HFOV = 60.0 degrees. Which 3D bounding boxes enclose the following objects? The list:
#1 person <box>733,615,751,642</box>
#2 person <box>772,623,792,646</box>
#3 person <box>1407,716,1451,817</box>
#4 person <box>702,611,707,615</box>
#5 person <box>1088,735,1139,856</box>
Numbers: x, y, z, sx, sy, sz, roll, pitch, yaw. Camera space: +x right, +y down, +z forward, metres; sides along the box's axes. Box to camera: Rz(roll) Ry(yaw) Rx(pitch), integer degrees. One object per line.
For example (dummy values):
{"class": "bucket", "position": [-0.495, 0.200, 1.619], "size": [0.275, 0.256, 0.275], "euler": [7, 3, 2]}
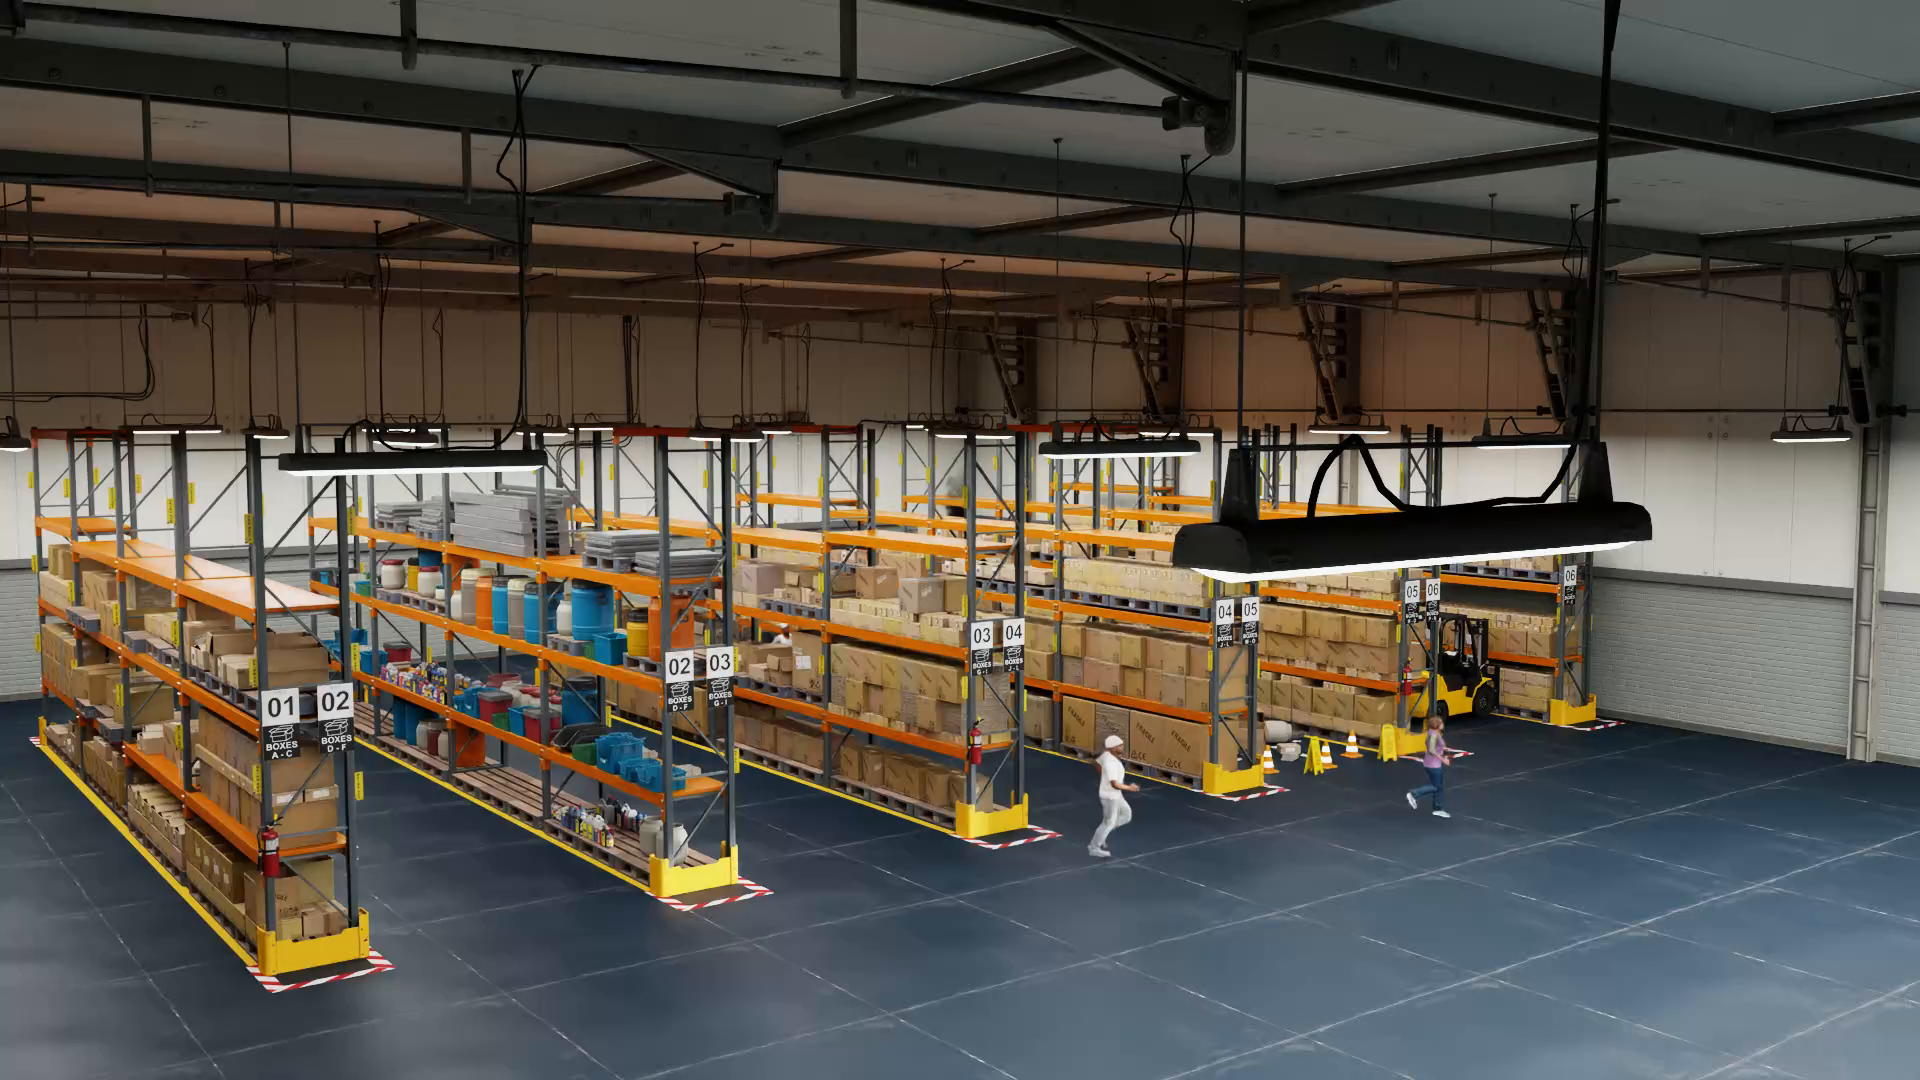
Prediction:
{"class": "person", "position": [-5.453, 2.199, 41.796], "size": [0.921, 1.702, 0.714], "euler": [0, 4, 3]}
{"class": "person", "position": [-3.780, 2.638, 36.080], "size": [0.686, 1.736, 0.605], "euler": [-4, 6, -41]}
{"class": "person", "position": [7.316, 3.526, 25.929], "size": [0.679, 1.585, 0.542], "euler": [1, 5, 12]}
{"class": "person", "position": [-5.969, 2.473, 38.847], "size": [0.639, 1.620, 0.495], "euler": [-2, 5, -22]}
{"class": "person", "position": [2.180, 3.611, 23.595], "size": [0.723, 1.713, 0.735], "euler": [0, 4, 5]}
